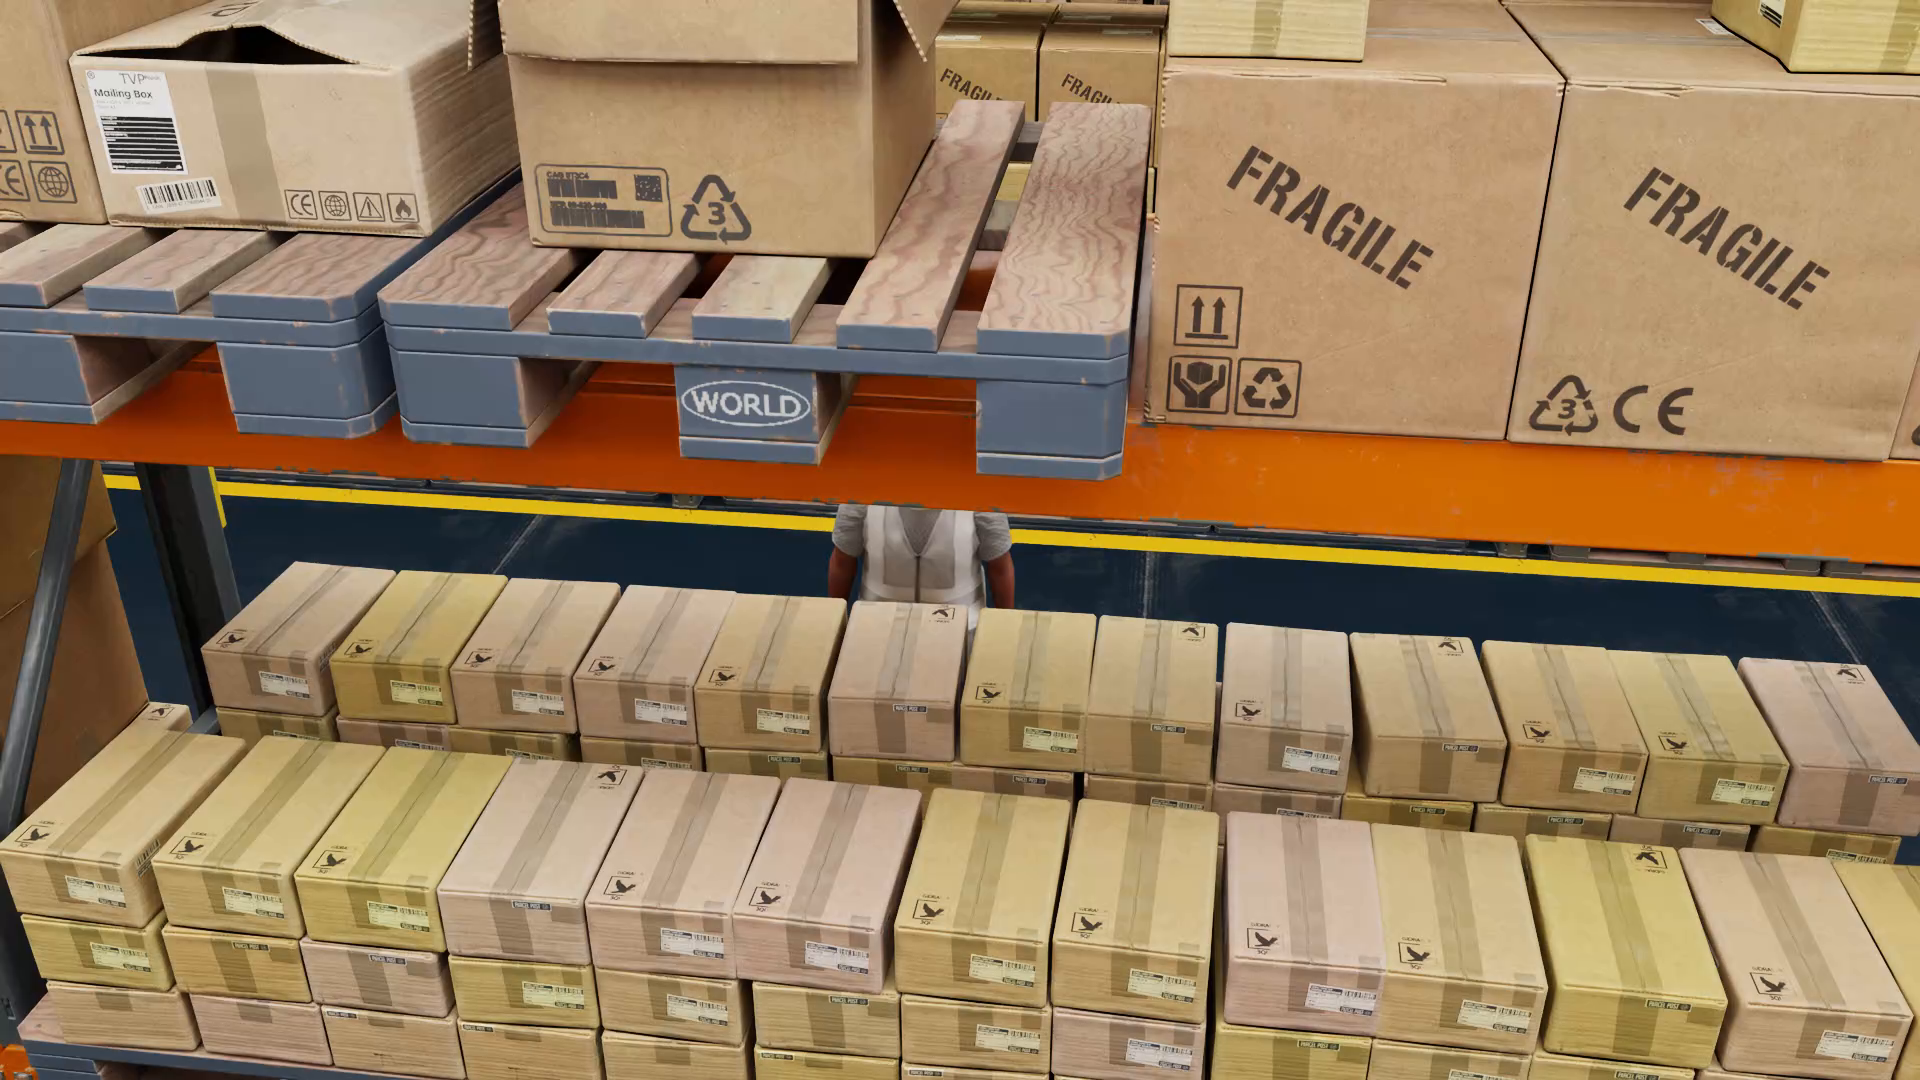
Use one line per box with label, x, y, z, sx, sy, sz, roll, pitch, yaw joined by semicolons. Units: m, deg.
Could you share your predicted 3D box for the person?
person;-0.131;0.308;5.533;0.631;1.776;0.443;2;28;4
